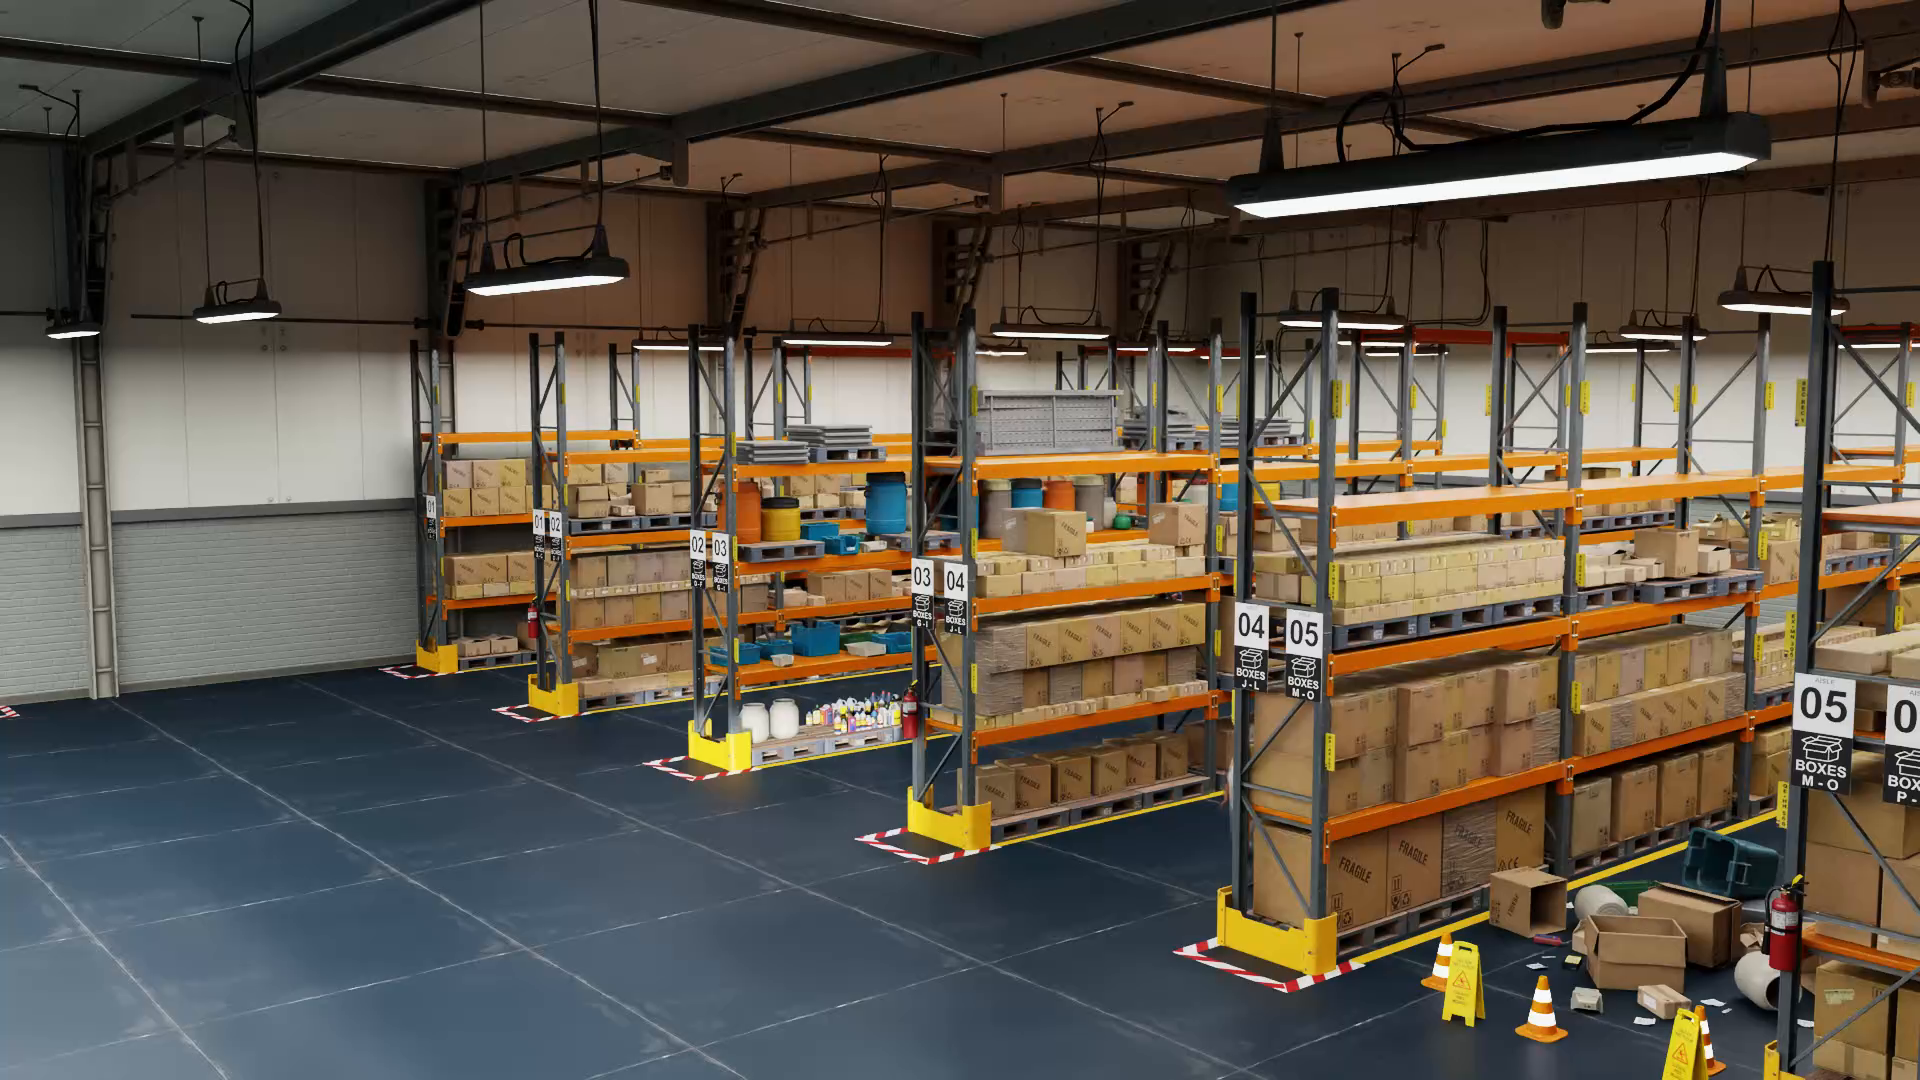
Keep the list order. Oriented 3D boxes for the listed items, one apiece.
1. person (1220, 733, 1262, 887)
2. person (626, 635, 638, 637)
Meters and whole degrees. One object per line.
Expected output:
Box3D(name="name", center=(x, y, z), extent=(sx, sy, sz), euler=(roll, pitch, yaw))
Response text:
Box3D(name="person", center=(2.944, 2.764, 17.115), extent=(0.511, 1.668, 0.582), euler=(-5, 7, -41))
Box3D(name="person", center=(-5.809, 1.590, 29.206), extent=(0.777, 1.835, 0.638), euler=(-4, 7, -37))
